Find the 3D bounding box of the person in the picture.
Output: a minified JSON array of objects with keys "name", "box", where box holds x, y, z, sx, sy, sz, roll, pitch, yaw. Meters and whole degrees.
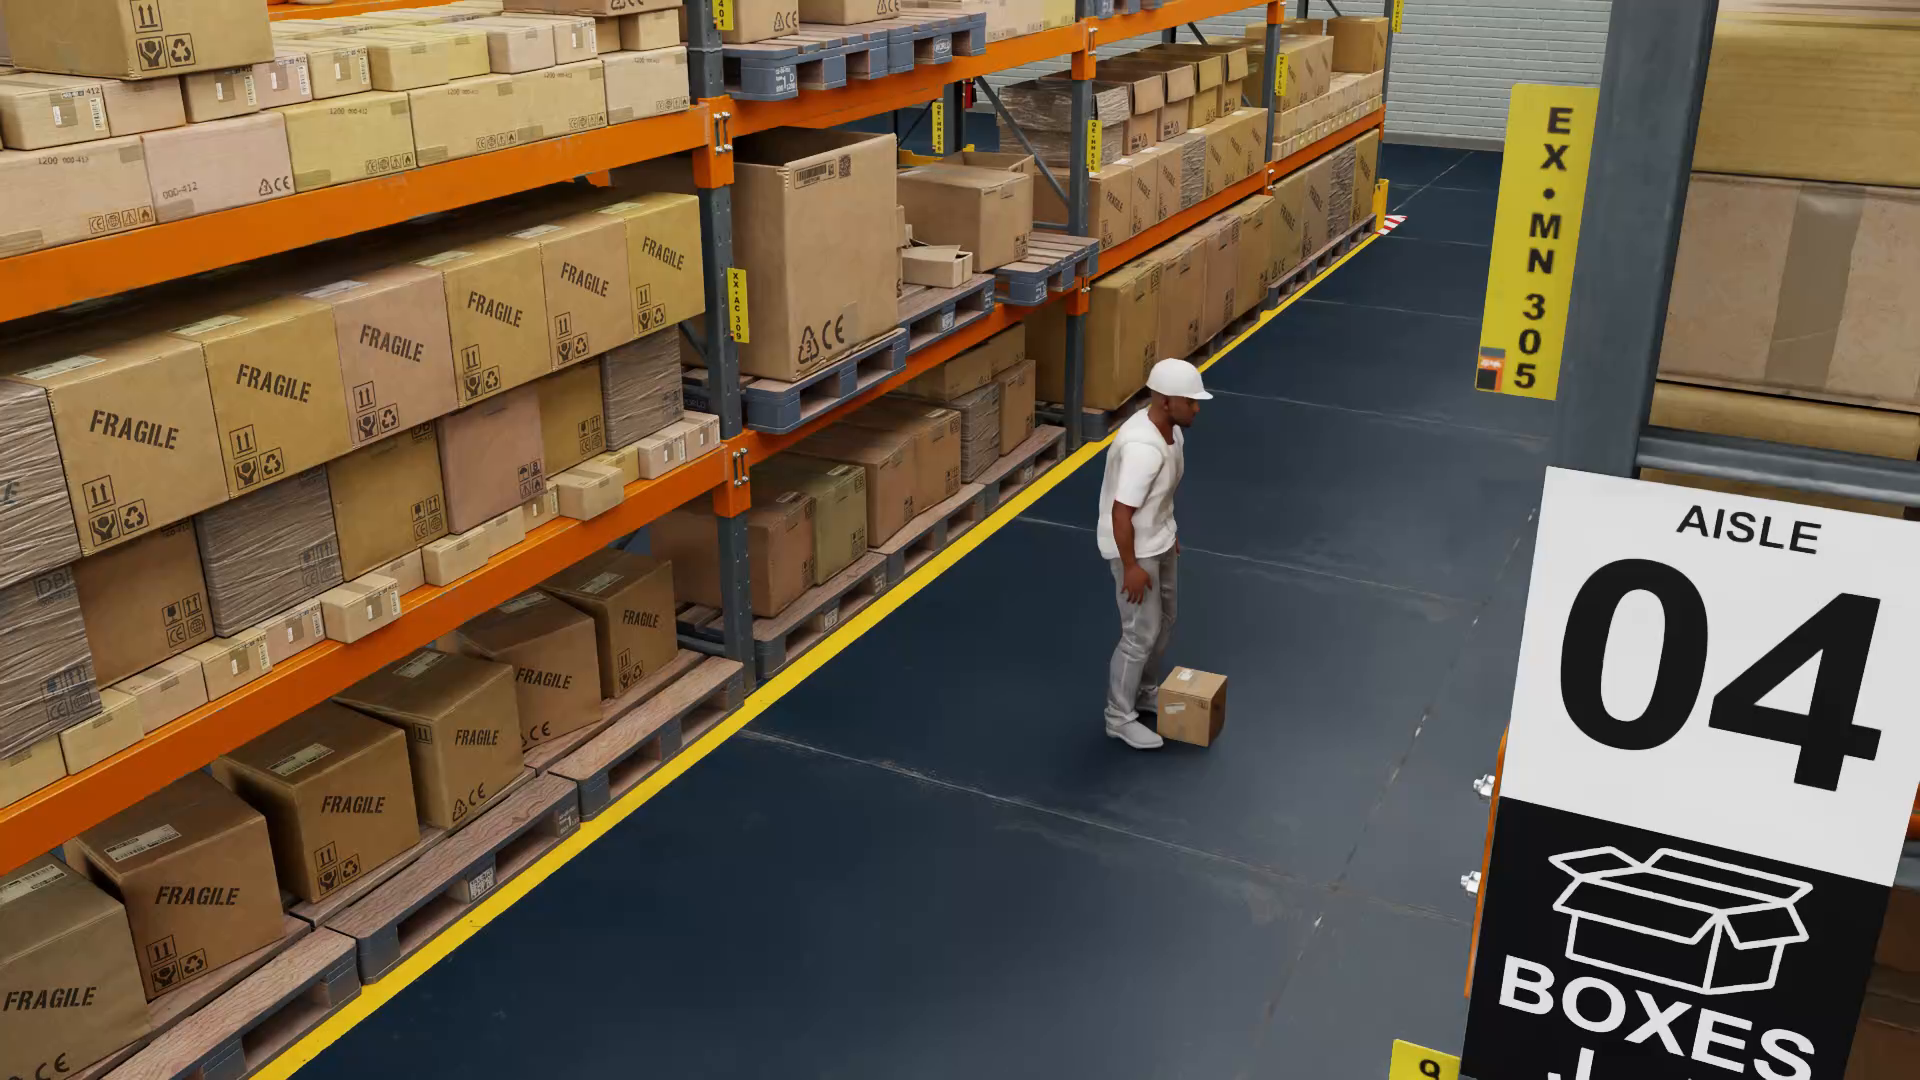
[{"name":"person","box":[0.860,0.035,7.488,0.463,1.759,0.626,10,25,22]}]
